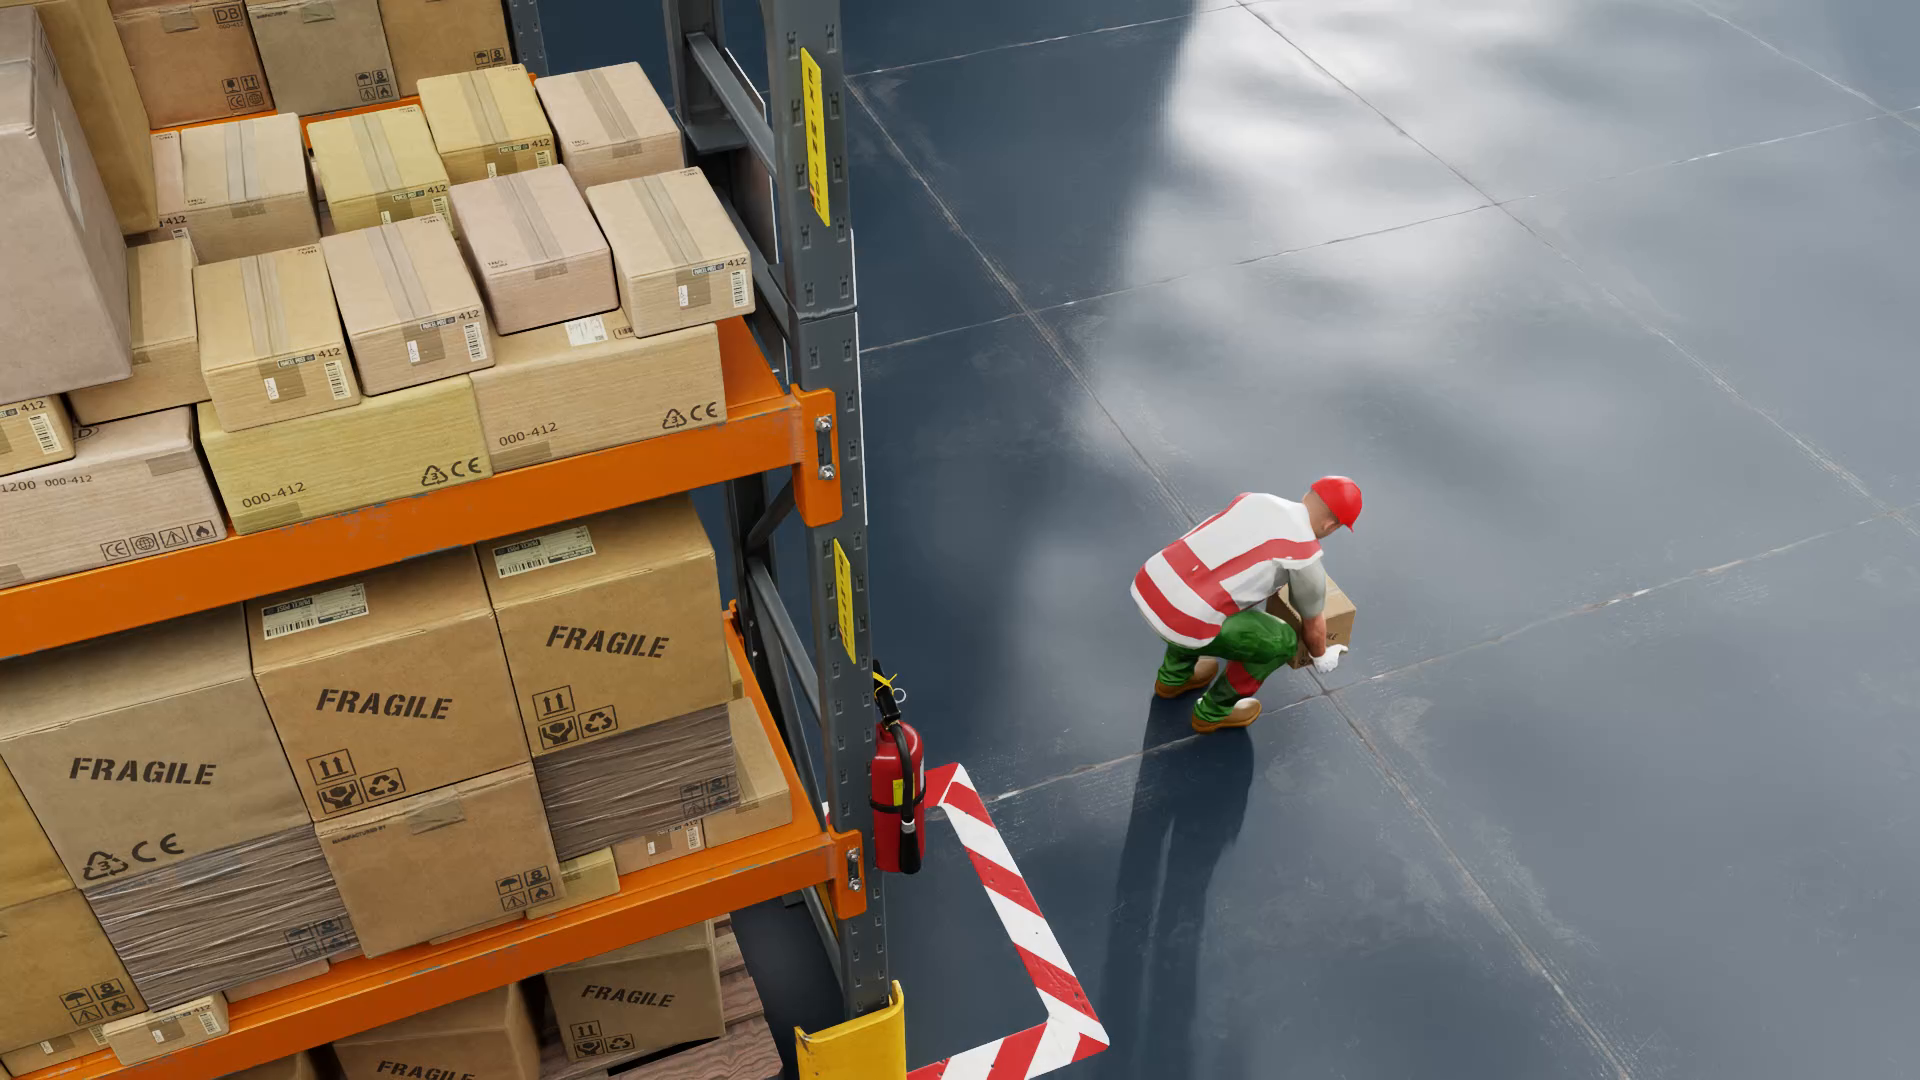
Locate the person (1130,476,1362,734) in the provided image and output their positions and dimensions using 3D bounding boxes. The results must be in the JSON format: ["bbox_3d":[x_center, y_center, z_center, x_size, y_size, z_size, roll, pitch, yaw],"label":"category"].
[{"bbox_3d":[1.105,0.254,6.459,0.933,0.990,0.528,-17,44,-18],"label":"person"}]
